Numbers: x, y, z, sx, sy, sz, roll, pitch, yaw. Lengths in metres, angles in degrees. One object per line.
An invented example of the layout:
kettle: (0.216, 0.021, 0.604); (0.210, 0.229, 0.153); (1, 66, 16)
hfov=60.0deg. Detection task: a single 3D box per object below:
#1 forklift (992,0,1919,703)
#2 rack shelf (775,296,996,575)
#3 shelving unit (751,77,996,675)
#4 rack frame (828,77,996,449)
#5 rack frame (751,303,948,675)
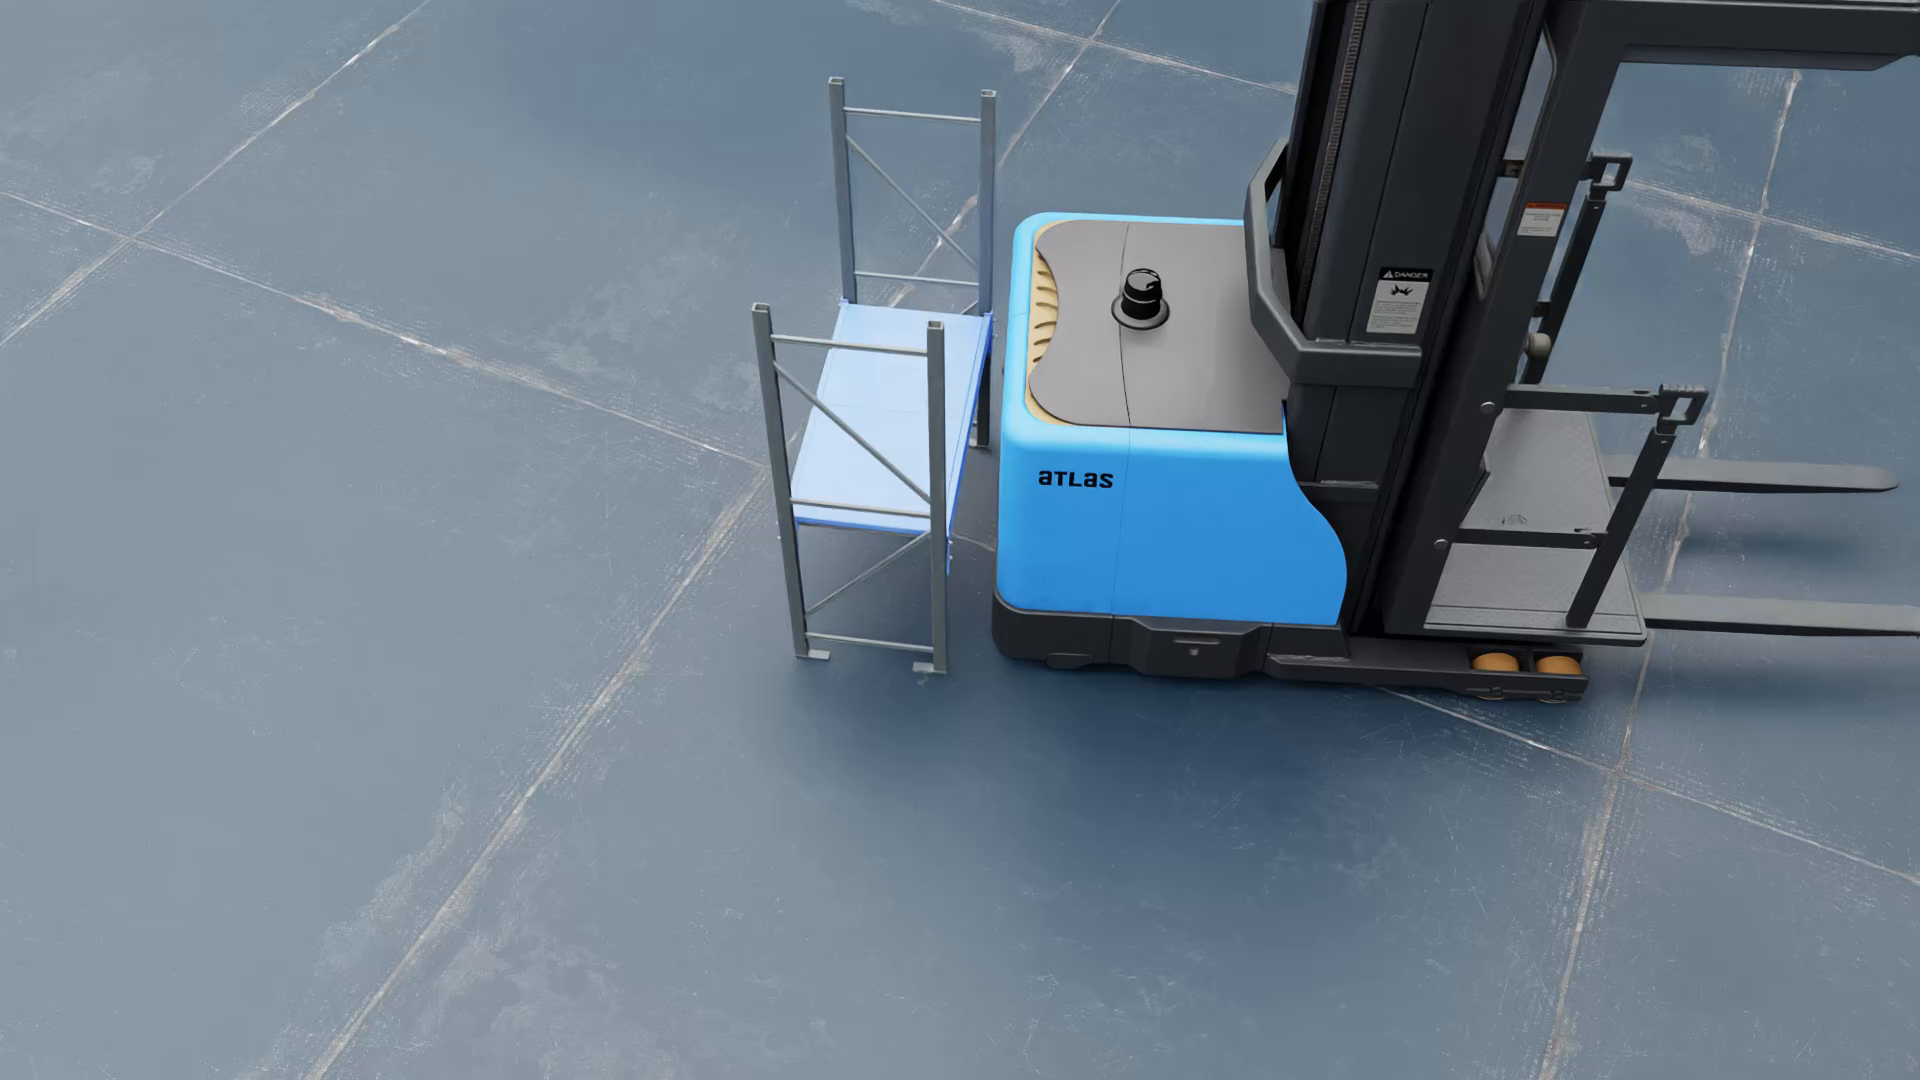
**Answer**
forklift: (1.642, -0.851, 4.550); (3.031, 2.935, 1.130); (3, 50, 2)
rack shelf: (-0.216, -0.356, 5.304); (0.538, 0.185, 1.000); (6, 50, 5)
shelving unit: (-0.216, -0.472, 5.167); (0.538, 1.500, 1.048); (6, 50, 5)
rack frame: (-0.143, -0.856, 5.493); (0.500, 1.500, 0.032); (6, 50, 5)
rack frame: (-0.289, -0.089, 4.841); (0.500, 1.500, 0.032); (6, 50, 5)
